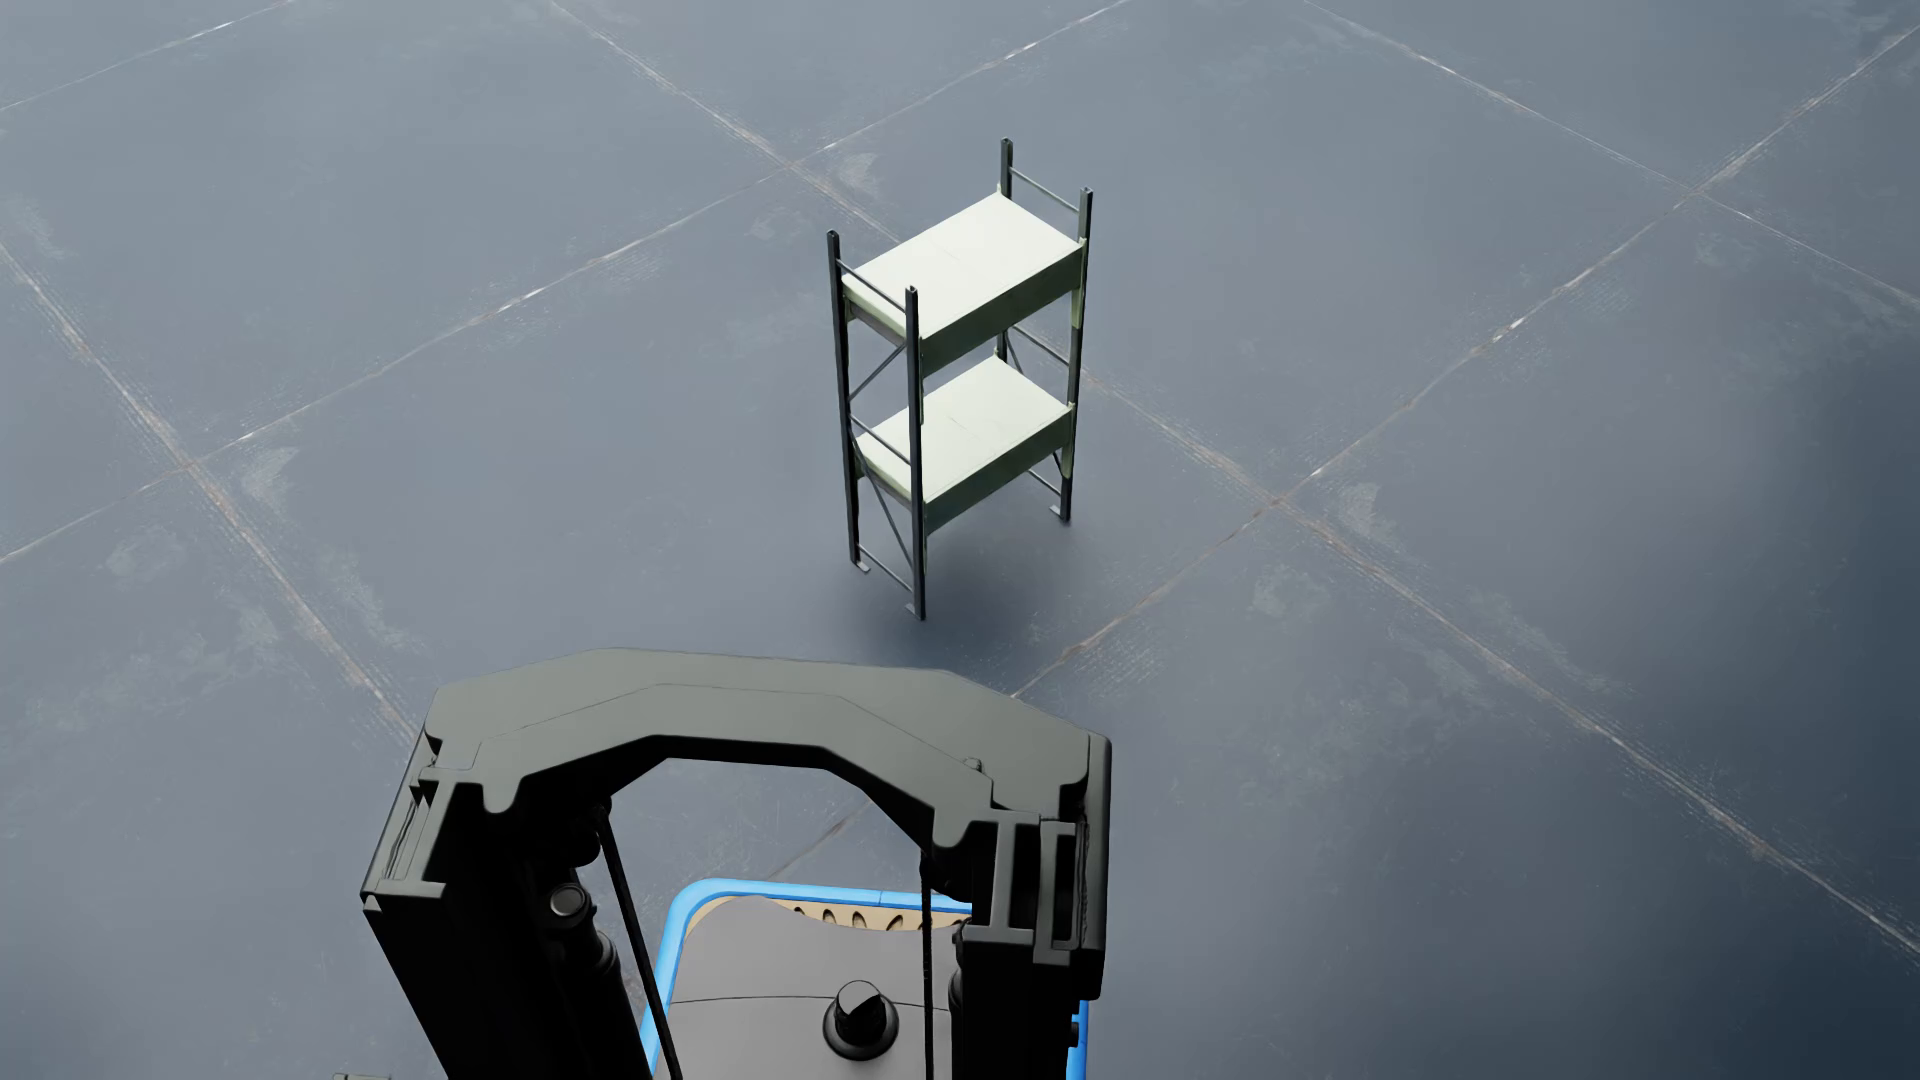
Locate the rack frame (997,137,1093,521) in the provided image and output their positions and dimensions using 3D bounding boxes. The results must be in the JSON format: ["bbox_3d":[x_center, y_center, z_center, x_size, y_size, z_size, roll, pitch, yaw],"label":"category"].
[{"bbox_3d":[0.276,-0.693,5.869,0.023,1.500,0.400,-34,56,-27],"label":"rack frame"}]

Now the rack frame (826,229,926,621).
[{"bbox_3d":[-0.266,-0.331,5.535,0.023,1.500,0.400,-34,56,-27],"label":"rack frame"}]

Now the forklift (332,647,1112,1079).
[{"bbox_3d":[-0.322,1.664,2.721,1.130,2.935,3.031,4,47,3],"label":"forklift"}]

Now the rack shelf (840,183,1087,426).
[{"bbox_3d":[0.005,-0.777,5.415,0.720,0.370,0.431,-34,56,-27],"label":"rack shelf"}]

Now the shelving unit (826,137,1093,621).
[{"bbox_3d":[0.005,-0.512,5.702,0.755,1.500,0.431,-34,56,-27],"label":"shelving unit"}]

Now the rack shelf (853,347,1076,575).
[{"bbox_3d":[0.005,-0.291,5.941,0.720,0.370,0.431,-34,56,-27],"label":"rack shelf"}]
